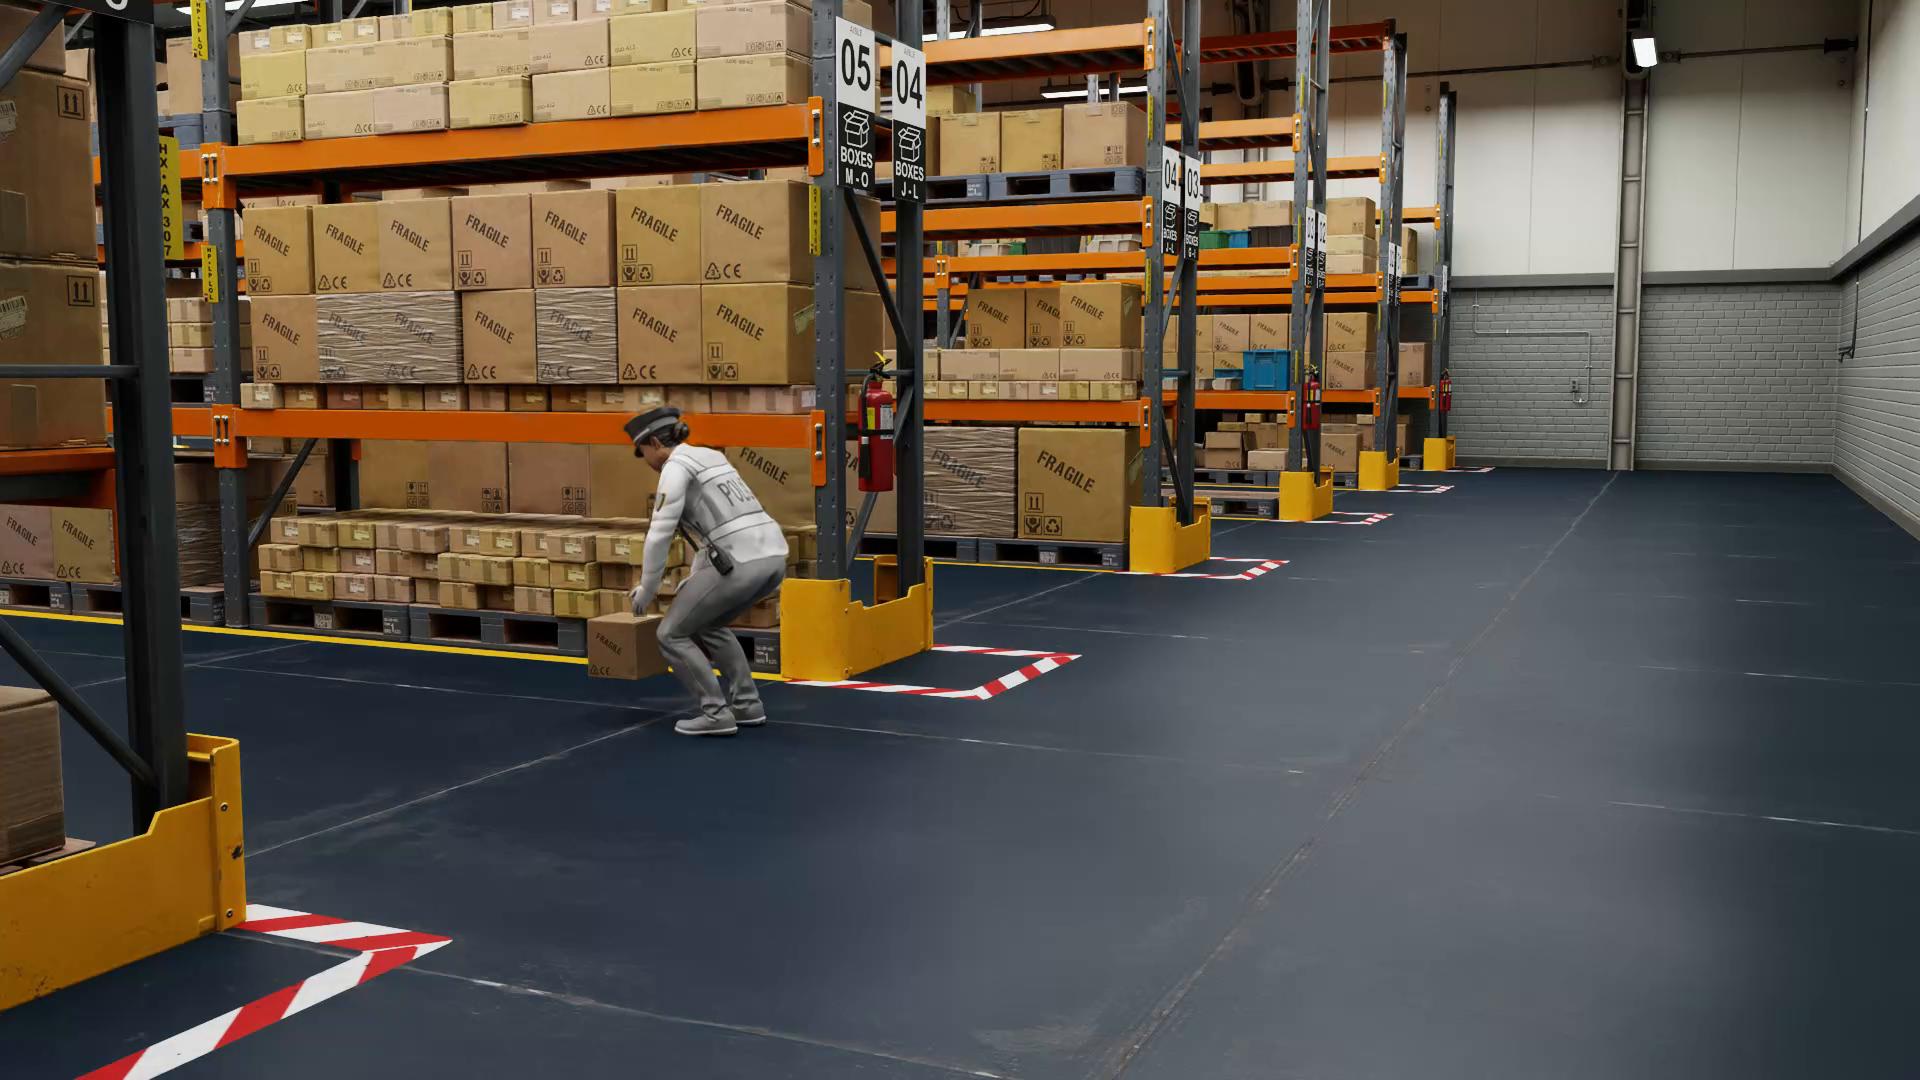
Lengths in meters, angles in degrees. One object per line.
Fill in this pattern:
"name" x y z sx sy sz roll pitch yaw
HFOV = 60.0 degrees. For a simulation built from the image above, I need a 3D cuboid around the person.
"person" -1.088 0.126 7.009 0.708 1.376 0.535 3 6 24
